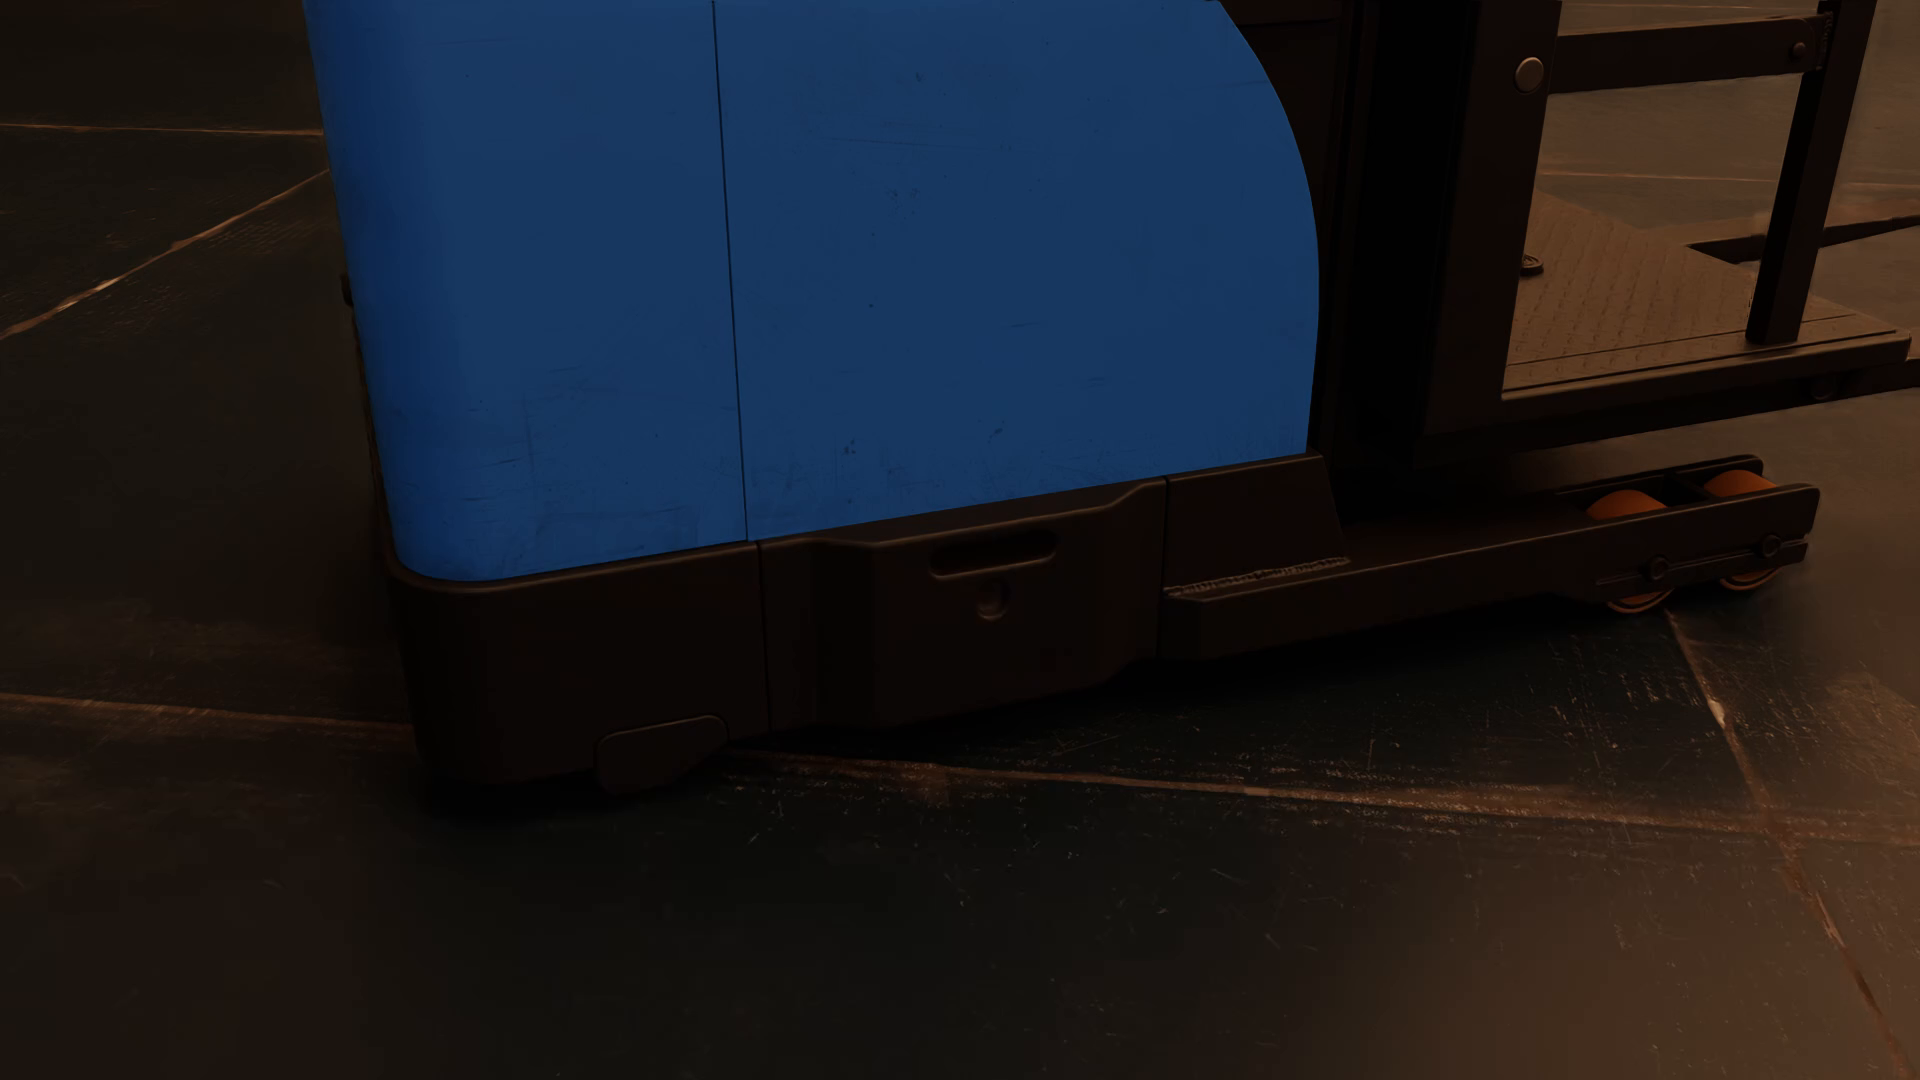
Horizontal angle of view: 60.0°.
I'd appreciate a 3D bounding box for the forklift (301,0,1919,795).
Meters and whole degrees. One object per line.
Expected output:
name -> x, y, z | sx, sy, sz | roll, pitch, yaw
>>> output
forklift -> 0.666, -1.422, 2.066 | 3.031, 2.935, 1.130 | -9, 28, -18
